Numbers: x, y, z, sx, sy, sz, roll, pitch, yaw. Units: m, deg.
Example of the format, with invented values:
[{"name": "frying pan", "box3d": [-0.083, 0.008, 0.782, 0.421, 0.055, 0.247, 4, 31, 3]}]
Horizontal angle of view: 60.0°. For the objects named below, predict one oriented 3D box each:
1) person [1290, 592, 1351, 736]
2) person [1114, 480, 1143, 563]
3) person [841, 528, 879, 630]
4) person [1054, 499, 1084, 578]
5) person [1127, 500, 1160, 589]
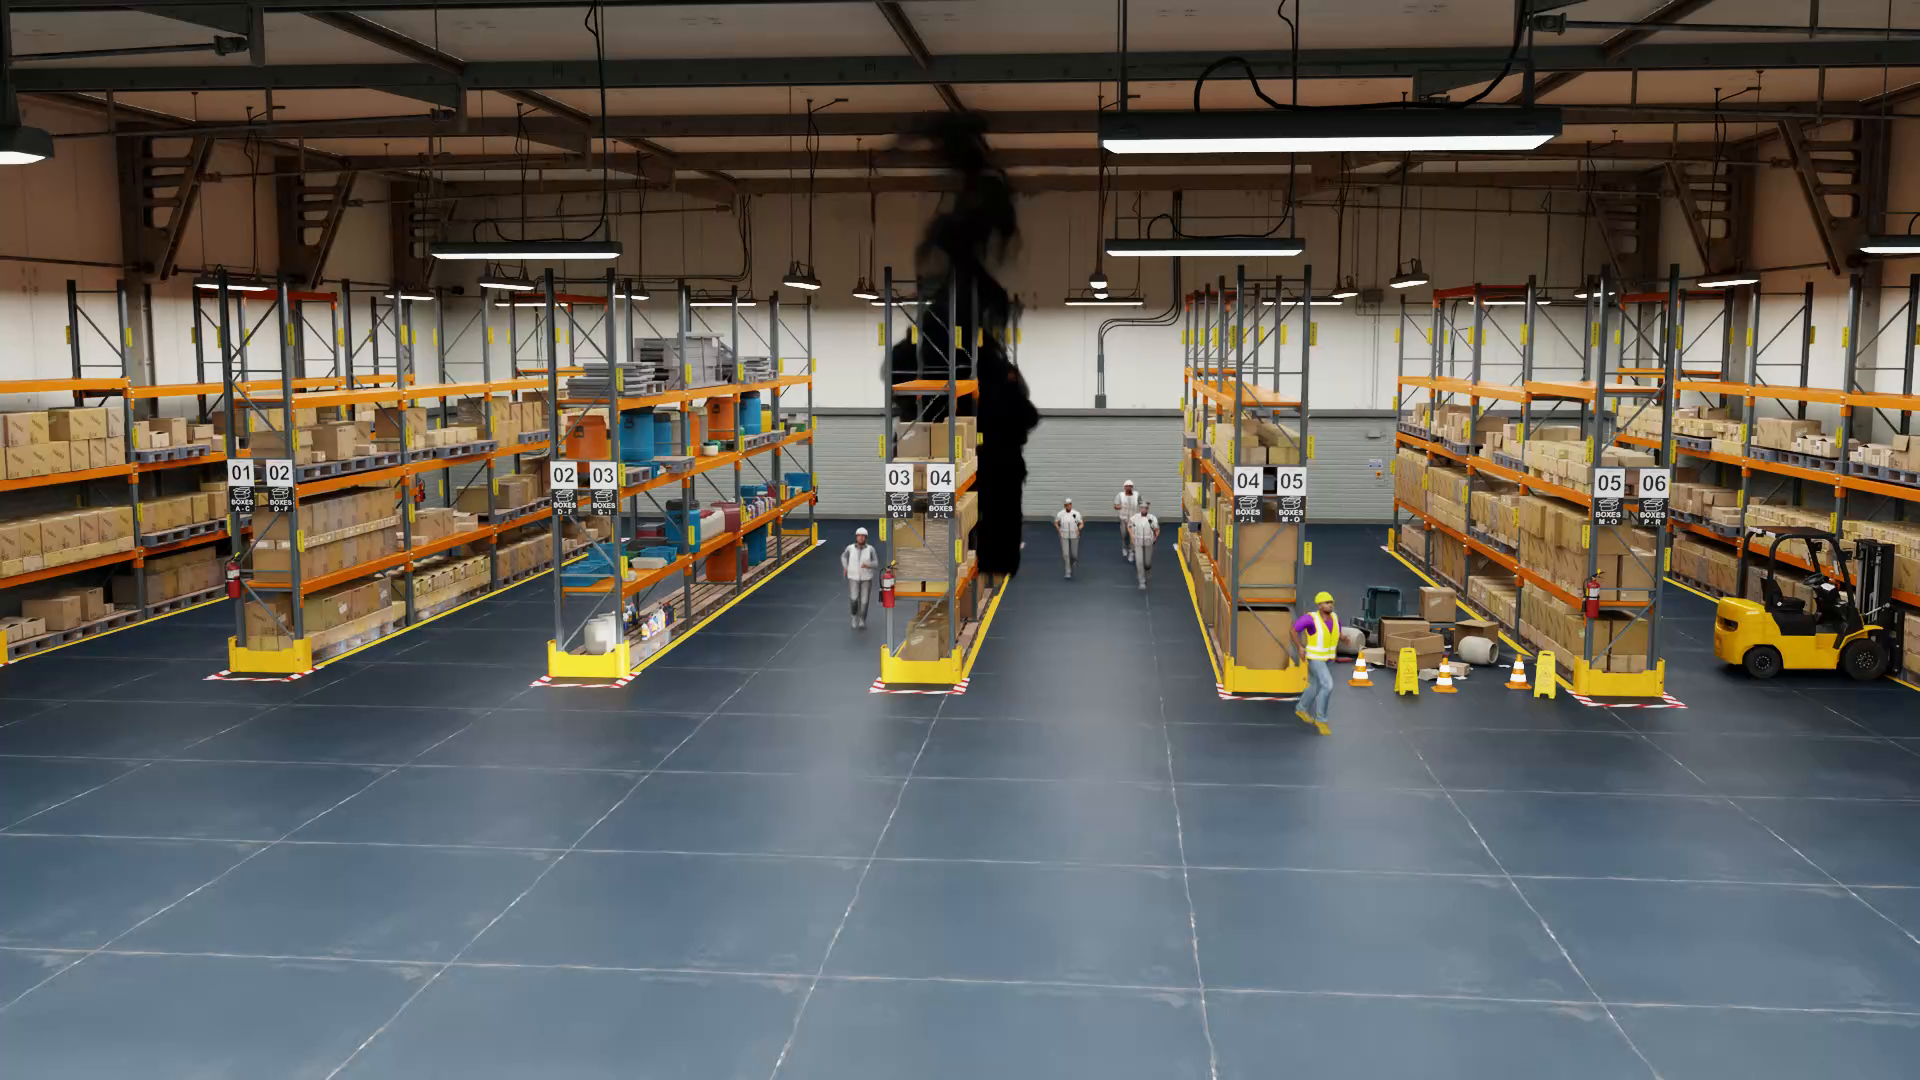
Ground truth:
[{"name": "person", "box3d": [4.610, 1.550, 21.285, 0.686, 1.822, 0.784, -5, 9, -37]}, {"name": "person", "box3d": [3.800, -0.446, 37.467, 0.666, 1.830, 0.894, 1, 7, 7]}, {"name": "person", "box3d": [-1.715, 0.665, 28.513, 0.644, 1.751, 0.642, 0, 7, -4]}, {"name": "person", "box3d": [2.284, -0.052, 34.978, 0.628, 1.647, 0.734, 0, 7, 2]}, {"name": "person", "box3d": [3.699, 0.077, 33.541, 0.663, 1.774, 0.802, 1, 7, 5]}]
